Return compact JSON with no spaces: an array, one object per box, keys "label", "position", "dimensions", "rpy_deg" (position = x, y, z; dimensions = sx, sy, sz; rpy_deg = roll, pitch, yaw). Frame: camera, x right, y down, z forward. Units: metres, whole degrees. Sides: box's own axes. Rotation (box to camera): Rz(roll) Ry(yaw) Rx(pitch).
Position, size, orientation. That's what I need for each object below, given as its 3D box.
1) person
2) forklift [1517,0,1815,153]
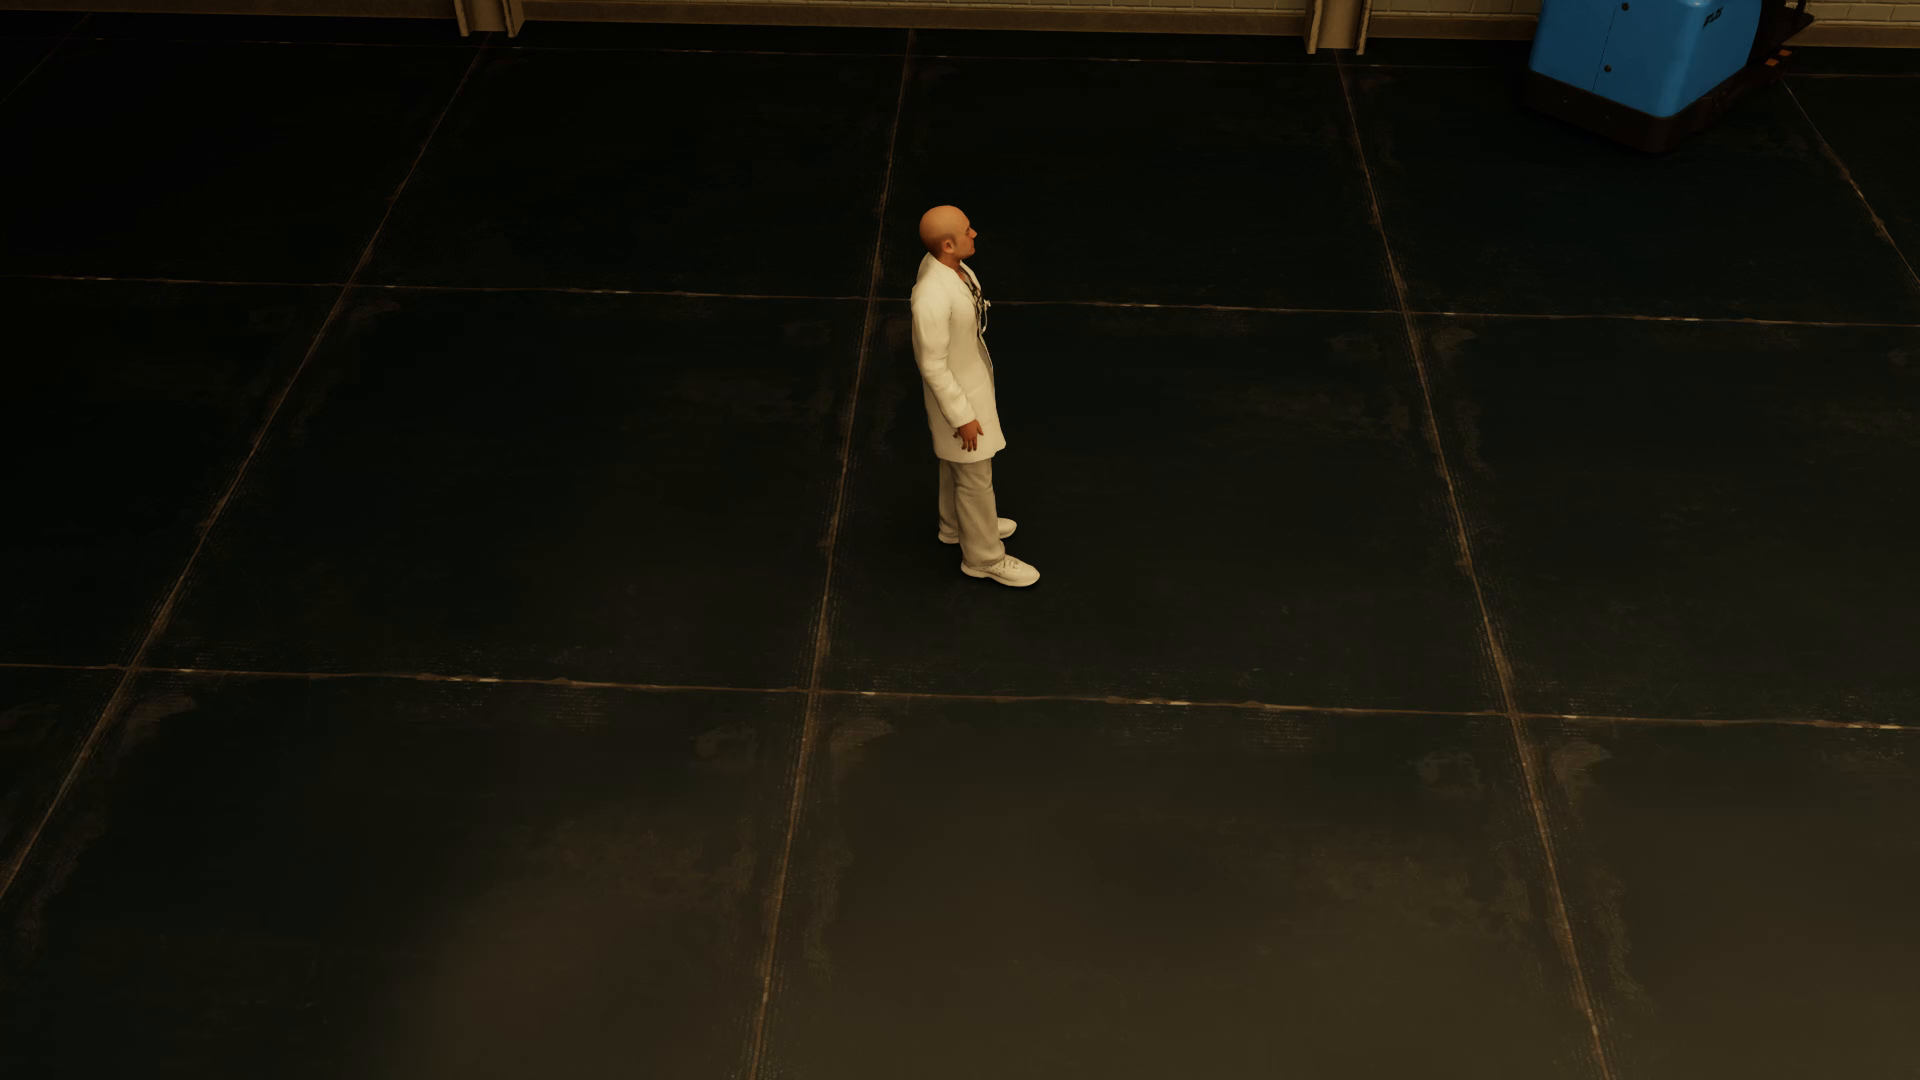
[{"label":"person","position":[0.090,-0.656,7.306],"dimensions":[0.581,1.775,0.696],"rpy_deg":[2,42,2]},{"label":"forklift","position":[5.084,-4.405,10.568],"dimensions":[3.031,2.935,1.130],"rpy_deg":[-34,52,-31]}]
